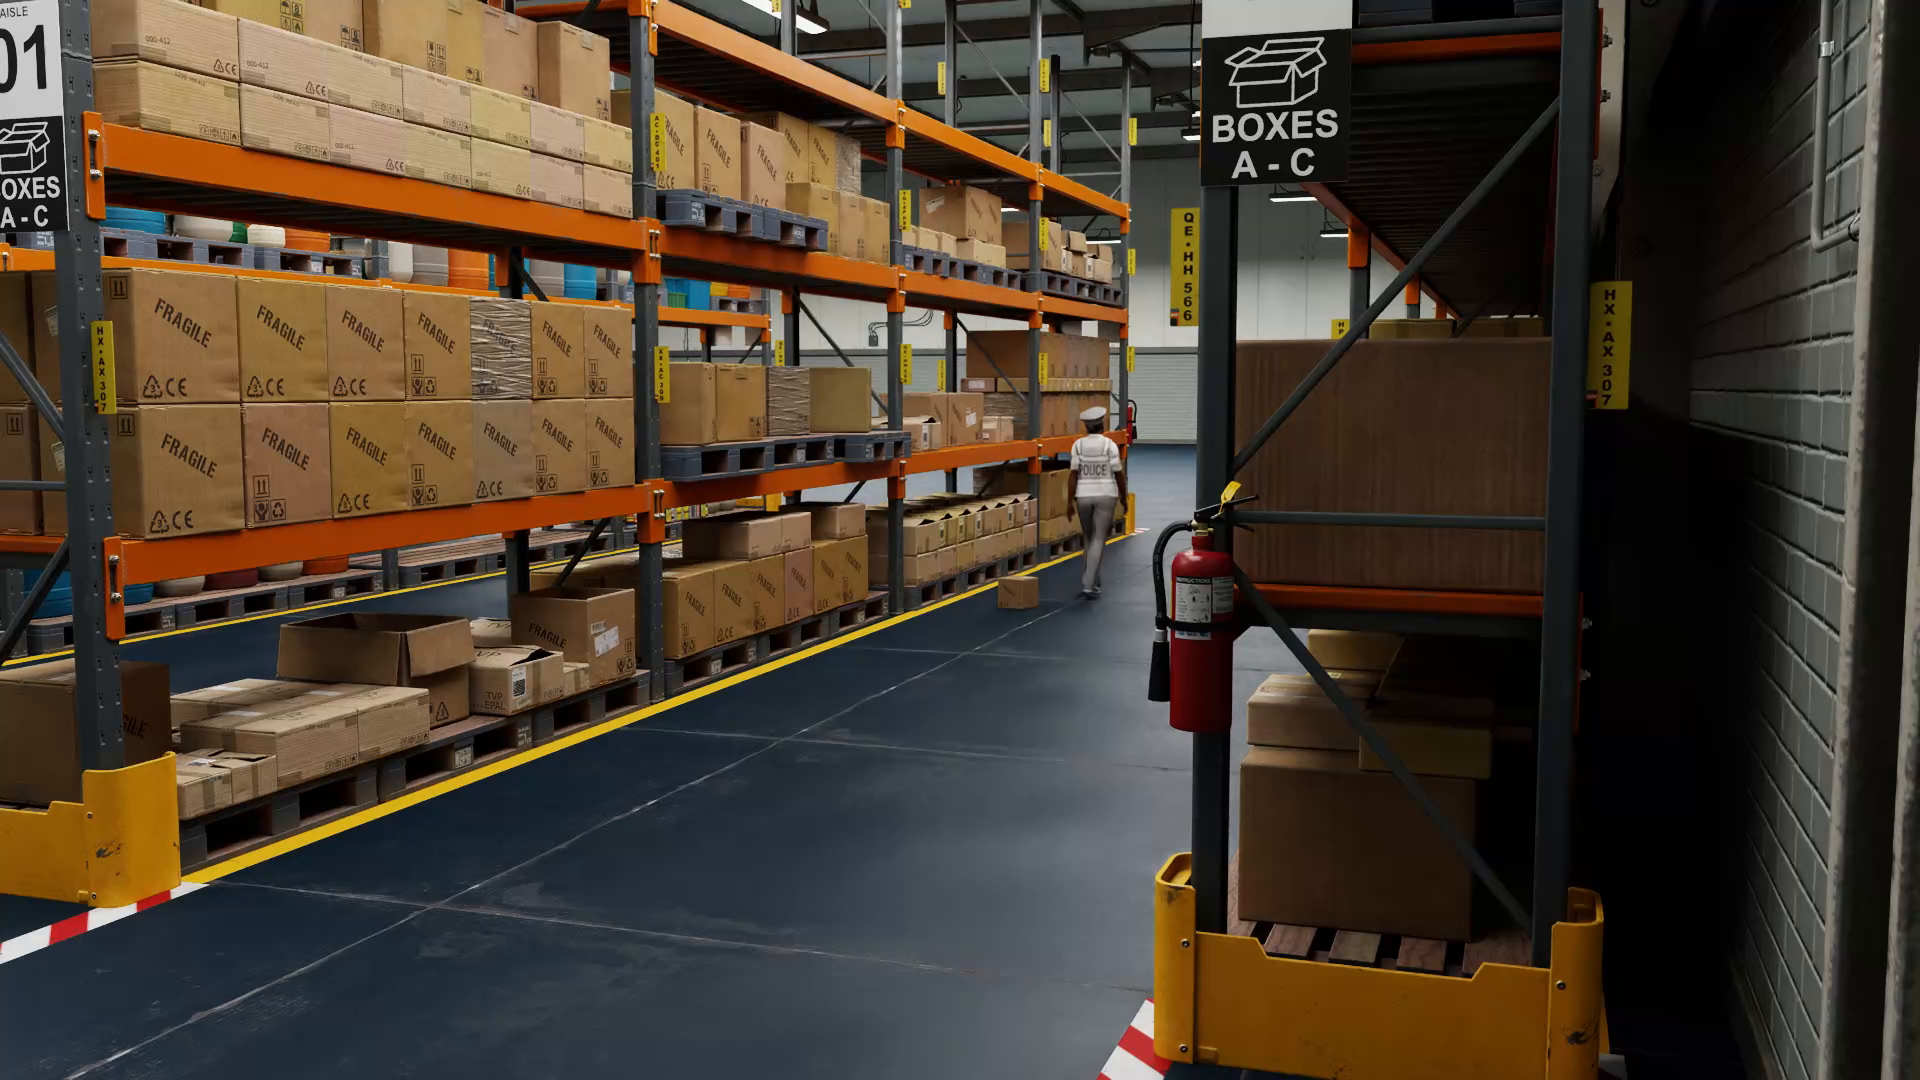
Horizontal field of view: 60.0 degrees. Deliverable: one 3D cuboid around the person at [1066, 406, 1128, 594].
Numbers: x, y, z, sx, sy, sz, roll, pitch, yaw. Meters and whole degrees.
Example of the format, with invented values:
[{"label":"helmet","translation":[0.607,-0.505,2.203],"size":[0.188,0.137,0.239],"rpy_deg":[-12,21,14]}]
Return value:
[{"label":"person","translation":[1.245,-0.355,14.847],"size":[0.484,1.676,0.860],"rpy_deg":[2,6,23]}]
